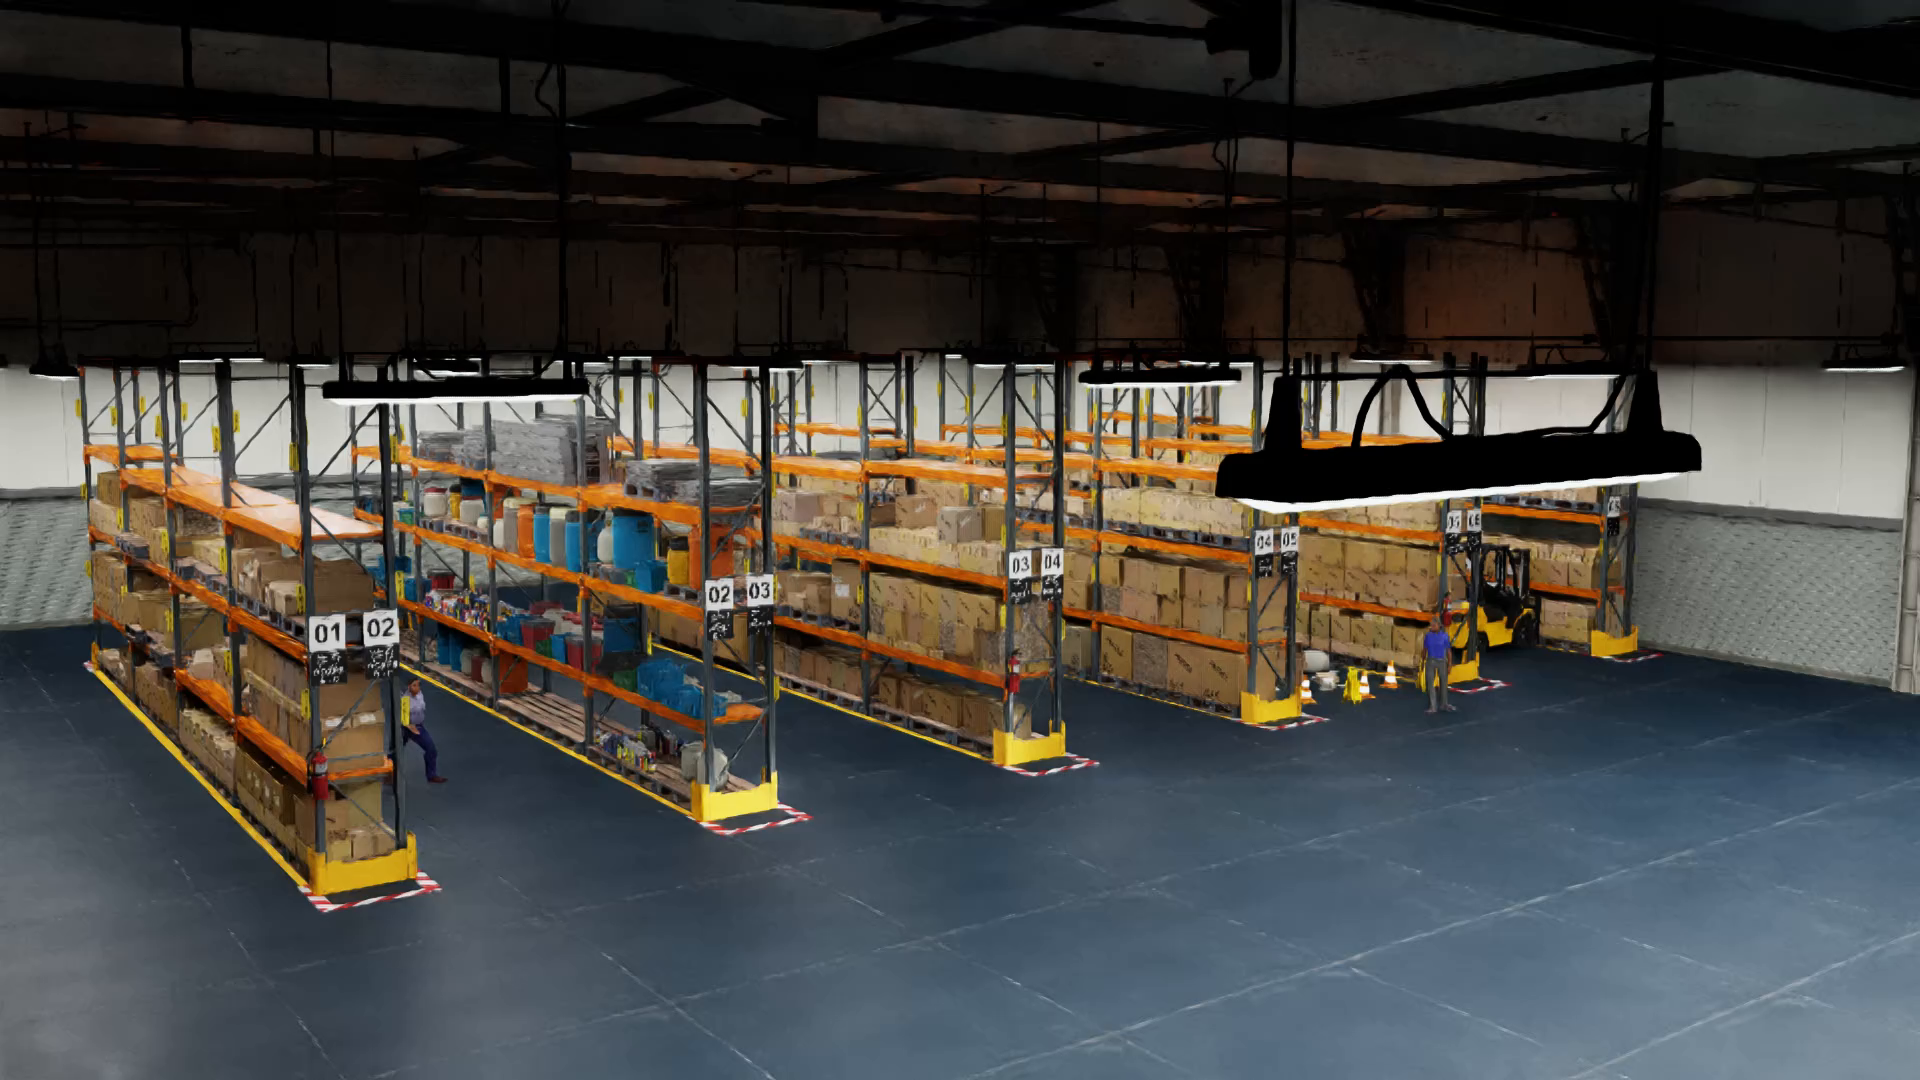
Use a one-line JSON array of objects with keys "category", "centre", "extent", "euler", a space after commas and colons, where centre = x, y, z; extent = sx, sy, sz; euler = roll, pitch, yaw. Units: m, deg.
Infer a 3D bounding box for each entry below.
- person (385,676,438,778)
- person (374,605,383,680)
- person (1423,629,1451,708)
[{"category": "person", "centre": [-7.813, 2.656, 23.580], "extent": [0.788, 1.515, 0.593], "euler": [5, 9, 37]}, {"category": "person", "centre": [-10.969, 1.770, 30.782], "extent": [0.546, 1.652, 0.558], "euler": [-1, 7, -8]}, {"category": "person", "centre": [8.105, 2.169, 28.250], "extent": [0.455, 1.377, 0.488], "euler": [4, 8, 28]}]
